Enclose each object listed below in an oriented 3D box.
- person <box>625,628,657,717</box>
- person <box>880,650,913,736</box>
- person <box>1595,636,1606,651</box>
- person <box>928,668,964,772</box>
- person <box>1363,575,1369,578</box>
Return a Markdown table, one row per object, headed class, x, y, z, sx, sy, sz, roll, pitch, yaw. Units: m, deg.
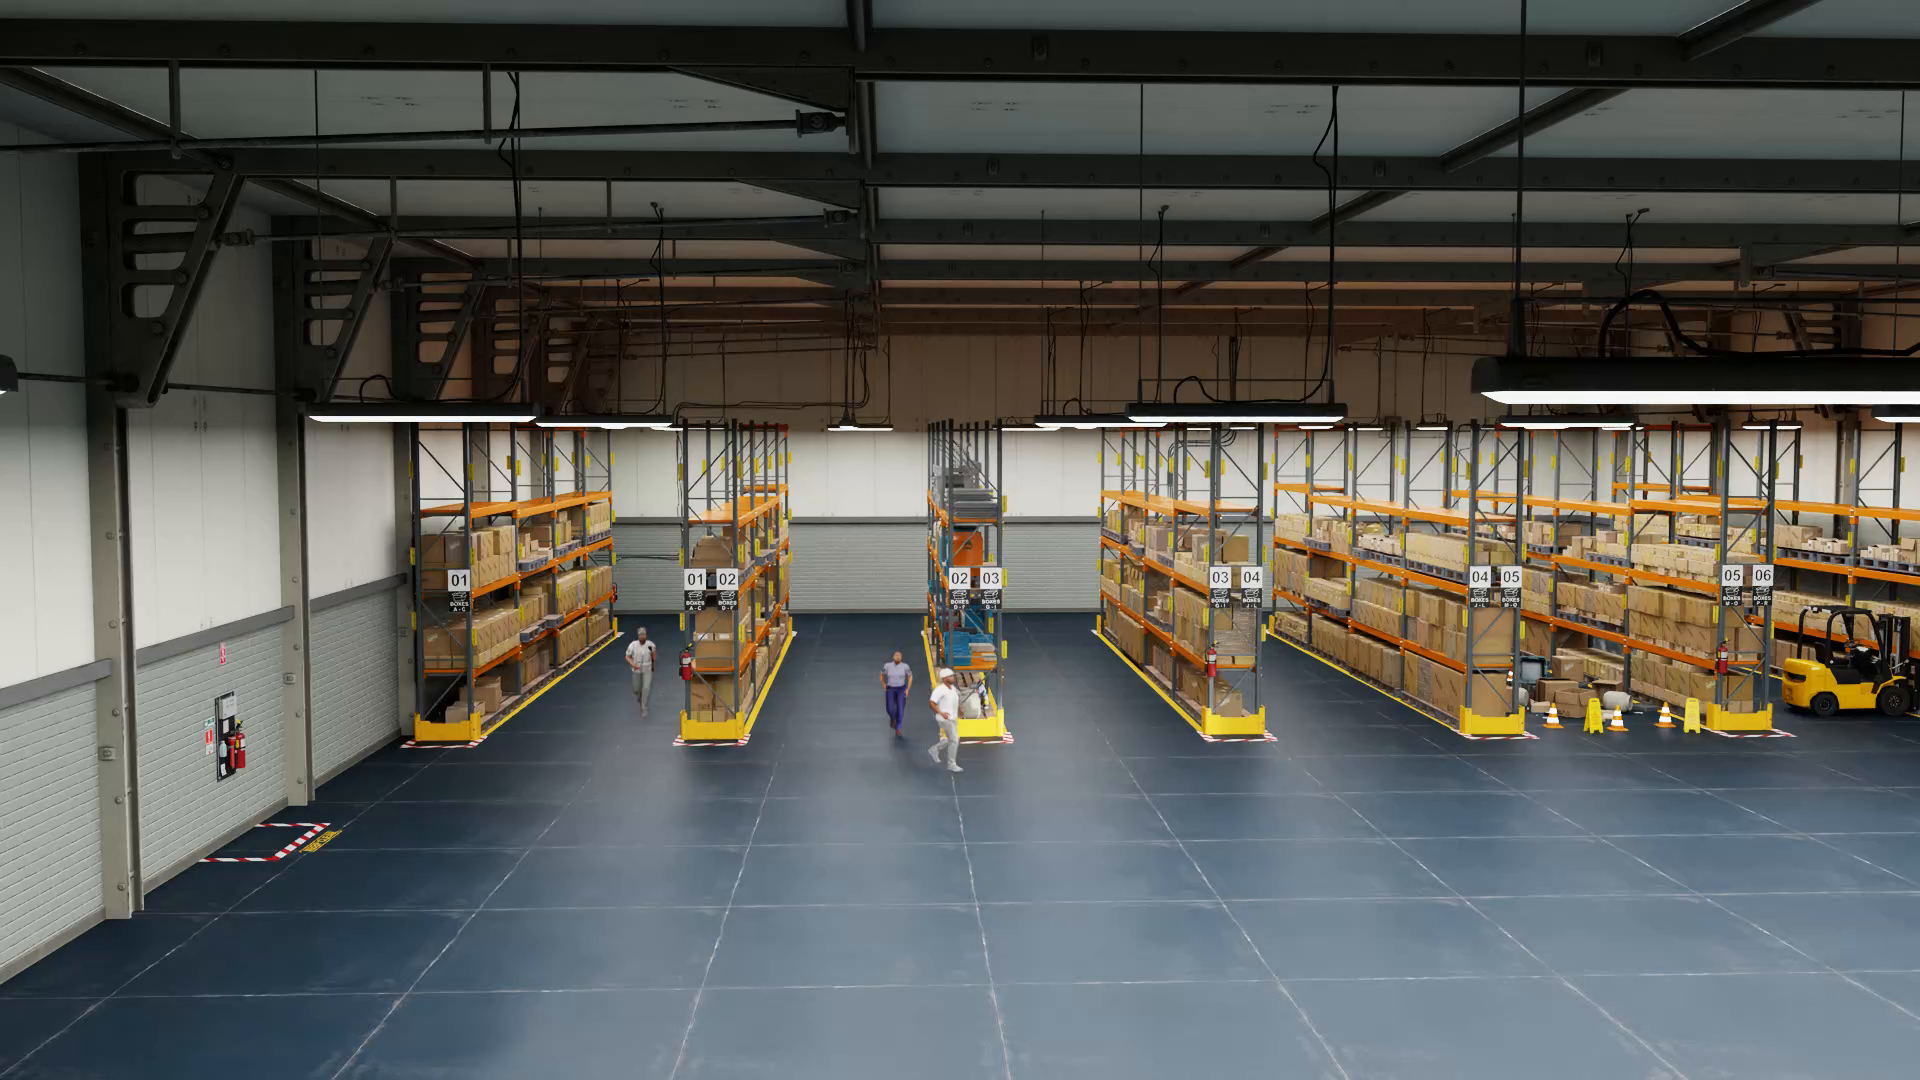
| class | x | y | z | sx | sy | sz | roll | pitch | yaw |
| --- | --- | --- | --- | --- | --- | --- | --- | --- | --- |
| person | -6.541 | 2.687 | 34.110 | 0.624 | 1.780 | 1.100 | -1 | 4 | -8 |
| person | -1.212 | 2.906 | 31.635 | 0.636 | 1.614 | 0.508 | 0 | 4 | 0 |
| person | 16.241 | 2.148 | 42.542 | 0.632 | 1.673 | 0.903 | 0 | 4 | -7 |
| person | -0.244 | 3.045 | 28.235 | 0.675 | 1.746 | 0.708 | 2 | 4 | 25 |
| person | 11.214 | 1.858 | 46.029 | 0.704 | 1.761 | 0.967 | 0 | 4 | -5 |
